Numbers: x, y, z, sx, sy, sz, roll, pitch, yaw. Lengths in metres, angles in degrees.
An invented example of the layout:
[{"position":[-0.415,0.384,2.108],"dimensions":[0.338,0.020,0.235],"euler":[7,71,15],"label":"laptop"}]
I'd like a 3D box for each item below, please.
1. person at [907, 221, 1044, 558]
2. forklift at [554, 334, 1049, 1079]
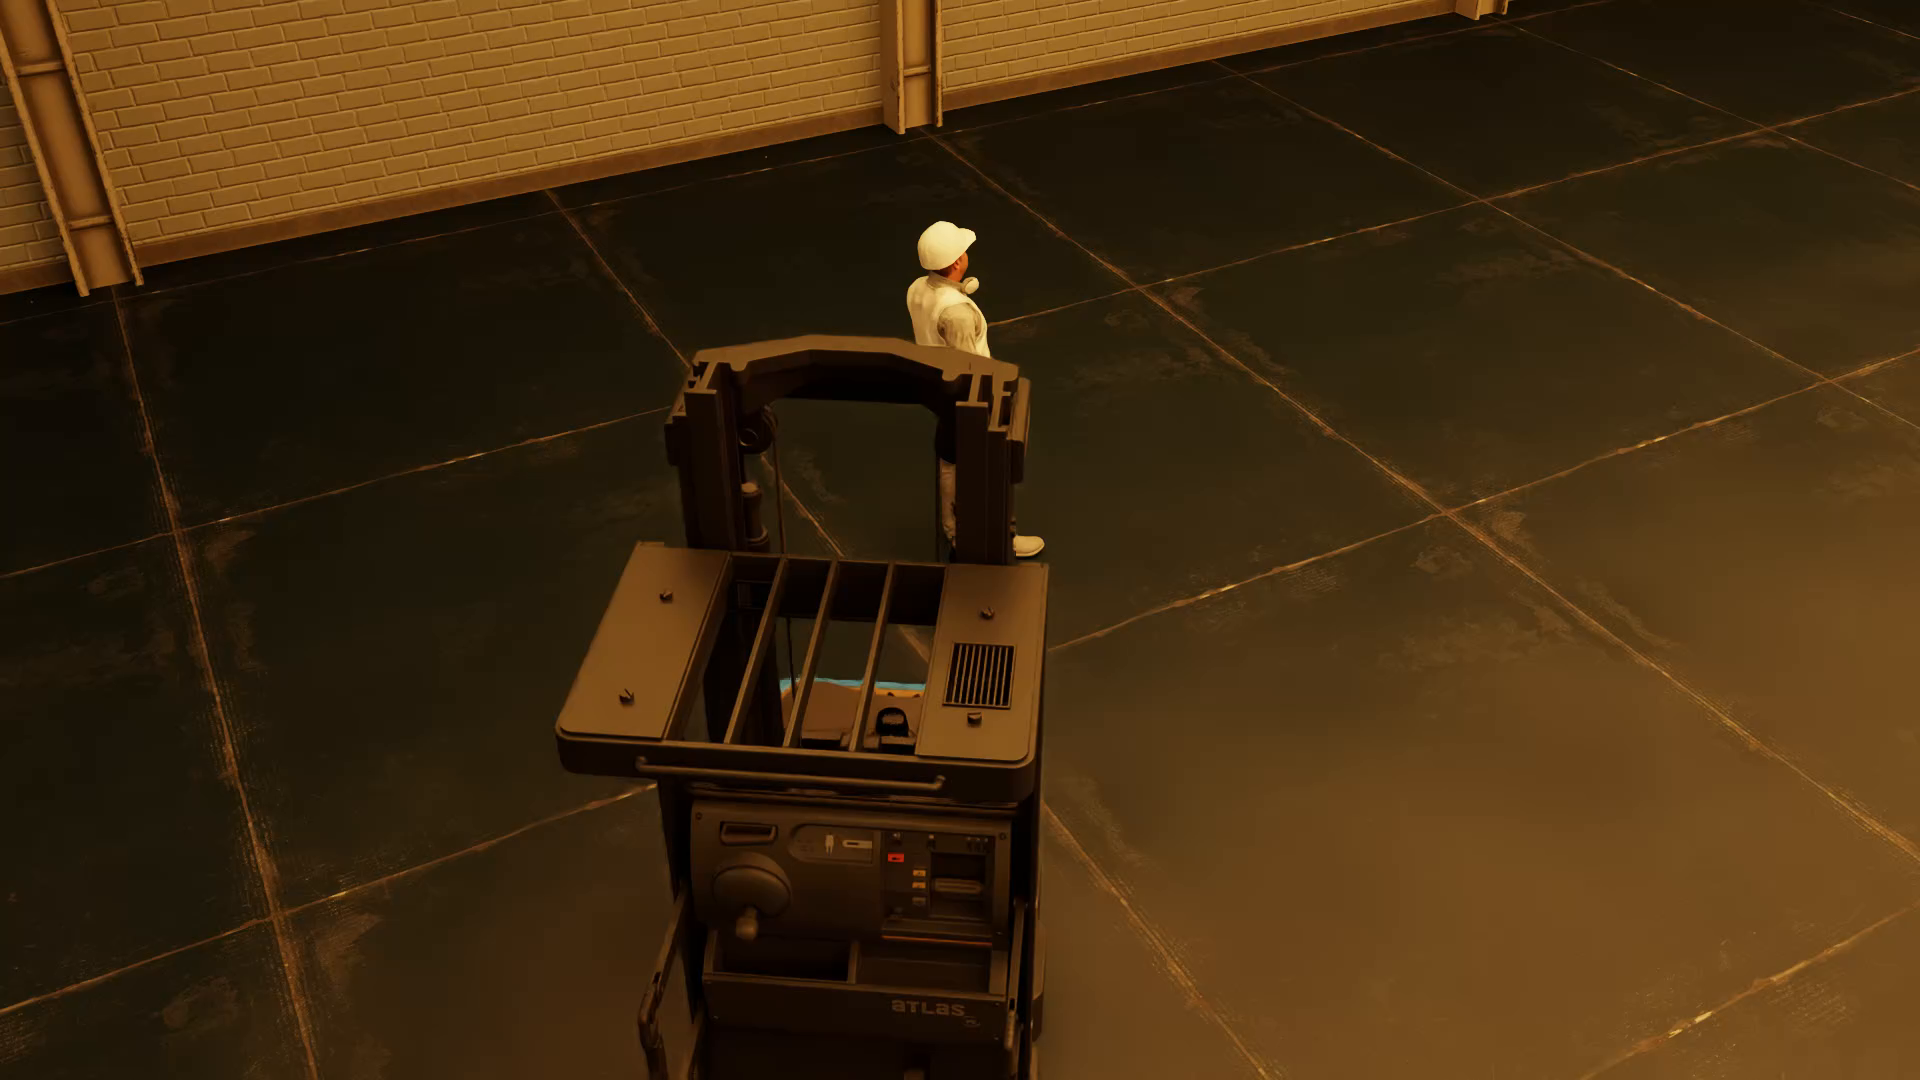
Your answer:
[{"position":[0.059,-0.743,8.165],"dimensions":[0.566,1.775,0.633],"euler":[-17,39,-23],"label":"person"},{"position":[-0.337,1.044,4.646],"dimensions":[1.130,2.935,3.031],"euler":[3,35,4],"label":"forklift"}]
